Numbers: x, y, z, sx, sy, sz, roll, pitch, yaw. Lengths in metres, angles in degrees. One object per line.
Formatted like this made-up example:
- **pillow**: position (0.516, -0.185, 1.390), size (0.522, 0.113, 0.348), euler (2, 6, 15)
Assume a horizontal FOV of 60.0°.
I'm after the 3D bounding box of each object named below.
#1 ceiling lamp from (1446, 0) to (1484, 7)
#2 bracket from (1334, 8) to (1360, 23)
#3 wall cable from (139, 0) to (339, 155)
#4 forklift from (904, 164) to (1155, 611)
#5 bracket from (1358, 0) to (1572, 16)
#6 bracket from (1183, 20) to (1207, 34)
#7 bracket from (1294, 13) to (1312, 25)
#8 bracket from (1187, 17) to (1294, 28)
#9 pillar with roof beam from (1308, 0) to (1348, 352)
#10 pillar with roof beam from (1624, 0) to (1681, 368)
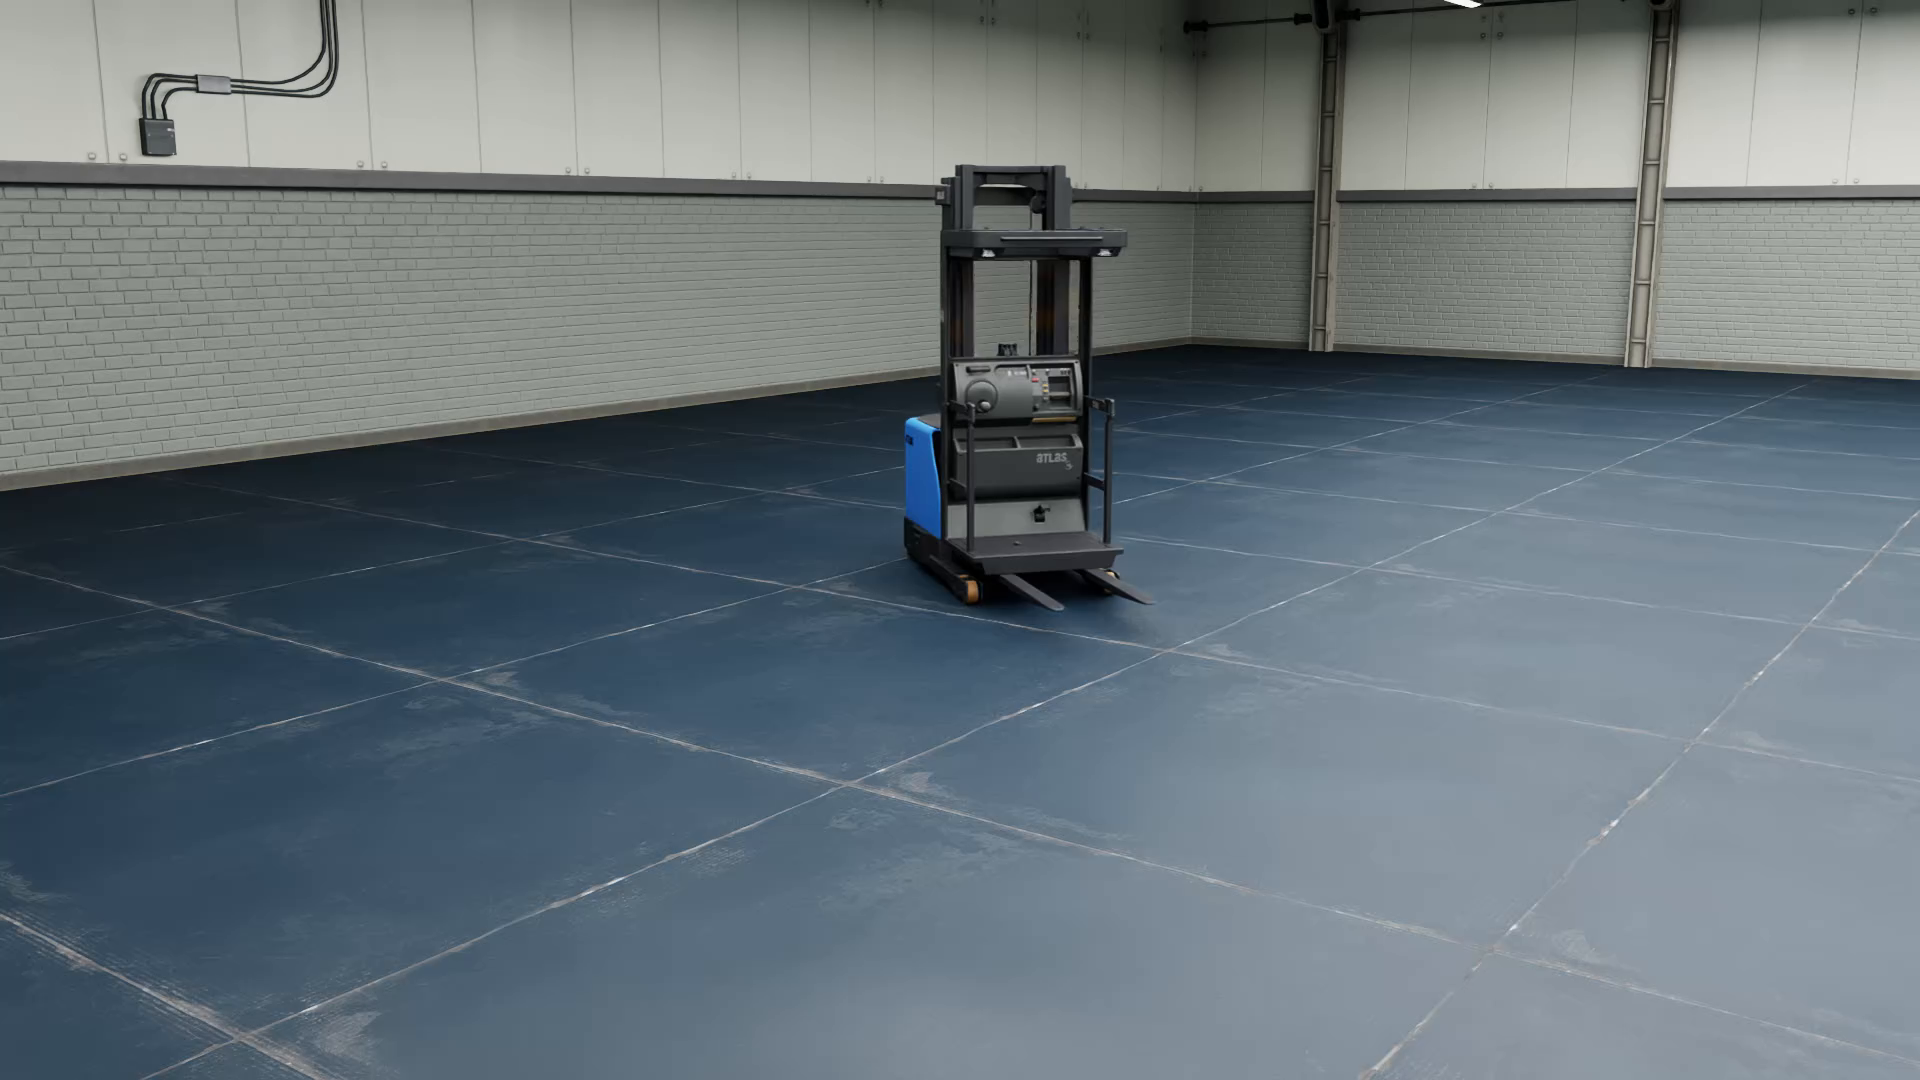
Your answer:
- **ceiling lamp**: position (7.308, -9.826, 25.261), size (0.800, 3.185, 2.000), euler (8, 13, 36)
- **bracket**: position (7.254, -9.820, 31.122), size (0.430, 0.232, 0.235), euler (8, 13, 36)
- **wall cable**: position (-7.475, -6.987, 16.998), size (0.169, 6.003, 2.305), euler (8, 13, 36)
- **forklift**: position (0.469, -1.087, 11.429), size (1.130, 2.935, 3.031), euler (-3, 11, -16)
- **bracket**: position (9.331, -9.531, 29.625), size (4.783, 0.066, 0.076), euler (8, 13, 36)
- **bracket**: position (4.675, -10.180, 32.982), size (0.430, 0.232, 0.235), euler (8, 13, 36)
- **bracket**: position (6.585, -9.914, 31.605), size (0.430, 0.232, 0.235), euler (8, 13, 36)
- **bracket**: position (5.151, -10.114, 32.639), size (3.189, 0.066, 0.076), euler (8, 13, 36)
- **pillar with roof beam**: position (4.582, -7.495, 28.580), size (0.548, 9.000, 9.100), euler (8, 13, 36)
- **pillar with roof beam**: position (9.418, -6.820, 25.093), size (0.548, 9.000, 9.100), euler (8, 13, 36)
